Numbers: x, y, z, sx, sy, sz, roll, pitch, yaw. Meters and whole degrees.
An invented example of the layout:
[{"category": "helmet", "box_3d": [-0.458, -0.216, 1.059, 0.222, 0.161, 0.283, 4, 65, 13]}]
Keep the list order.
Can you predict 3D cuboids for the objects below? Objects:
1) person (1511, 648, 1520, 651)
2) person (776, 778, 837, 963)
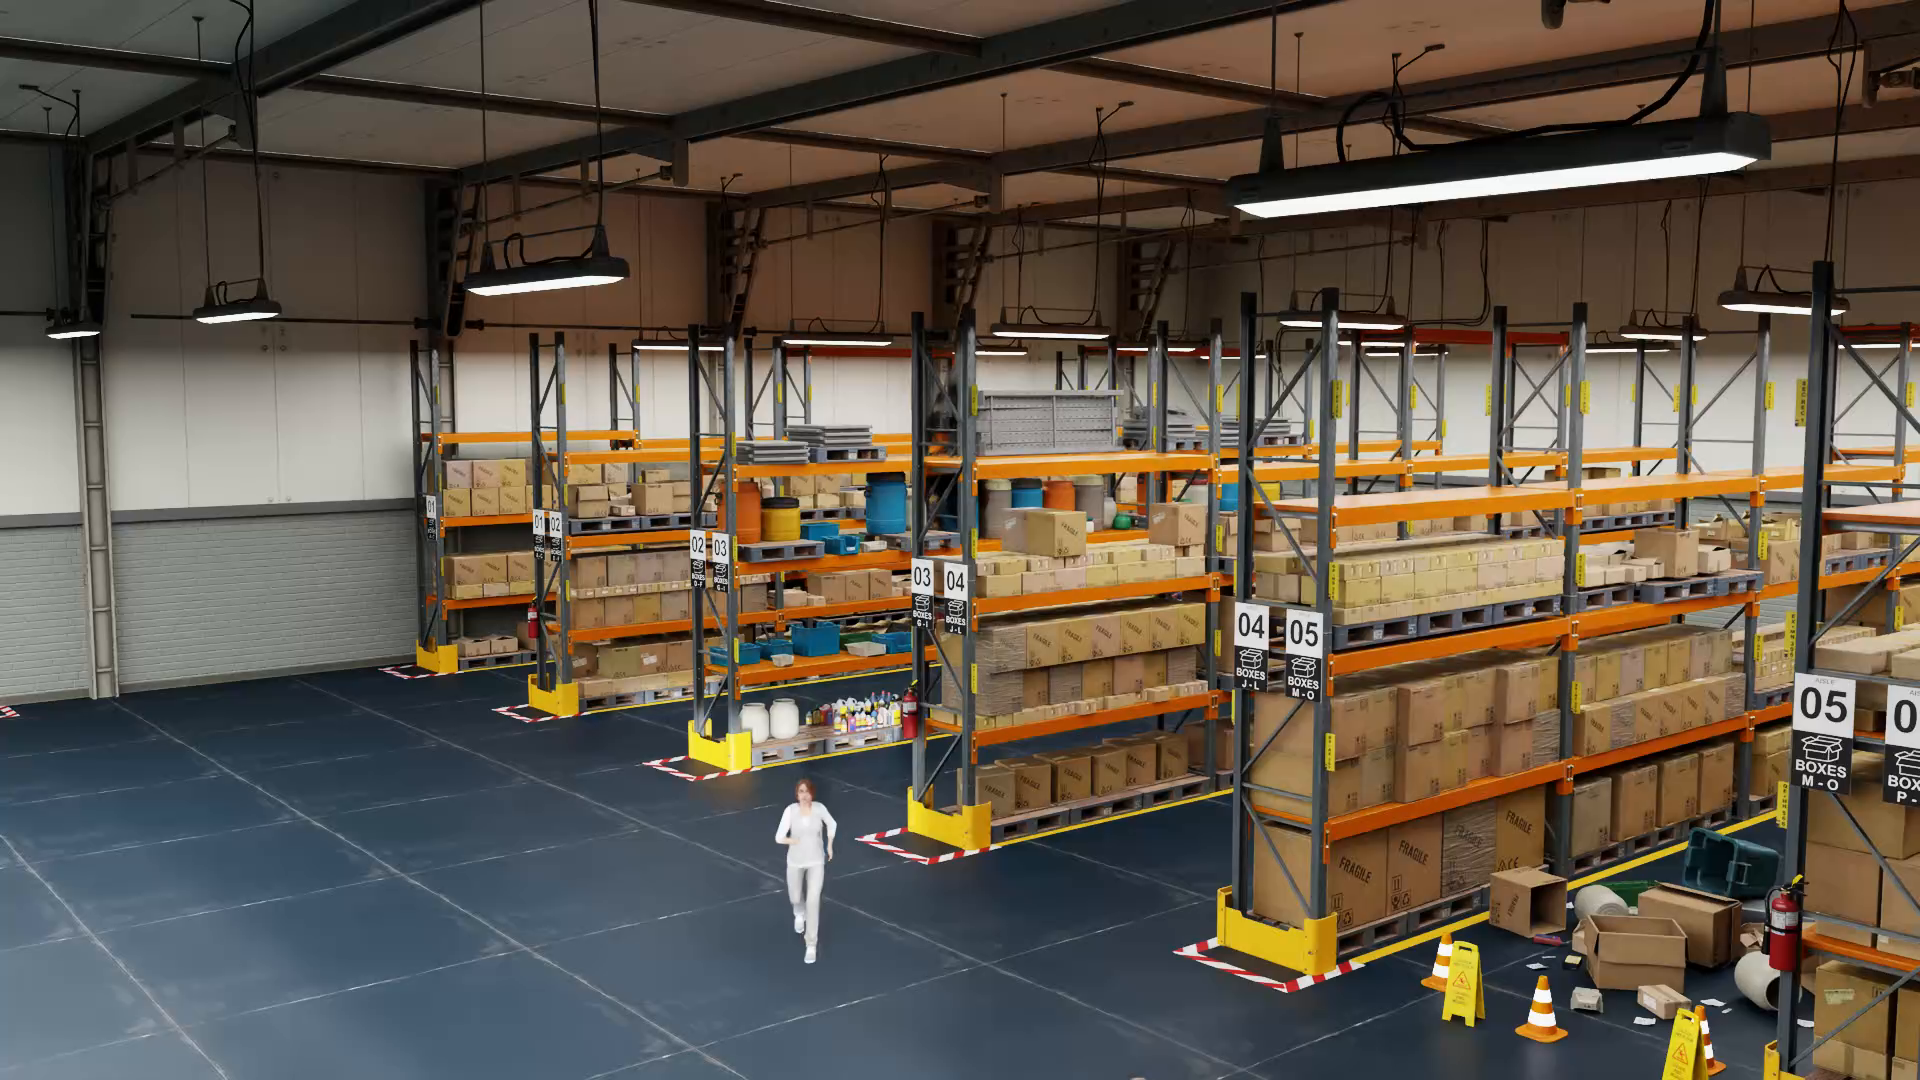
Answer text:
[{"category": "person", "box_3d": [7.288, 2.280, 21.943, 0.720, 1.697, 0.603, 4, 7, 40]}, {"category": "person", "box_3d": [-1.403, 2.956, 15.179, 0.544, 1.586, 0.879, 0, 5, -2]}]
